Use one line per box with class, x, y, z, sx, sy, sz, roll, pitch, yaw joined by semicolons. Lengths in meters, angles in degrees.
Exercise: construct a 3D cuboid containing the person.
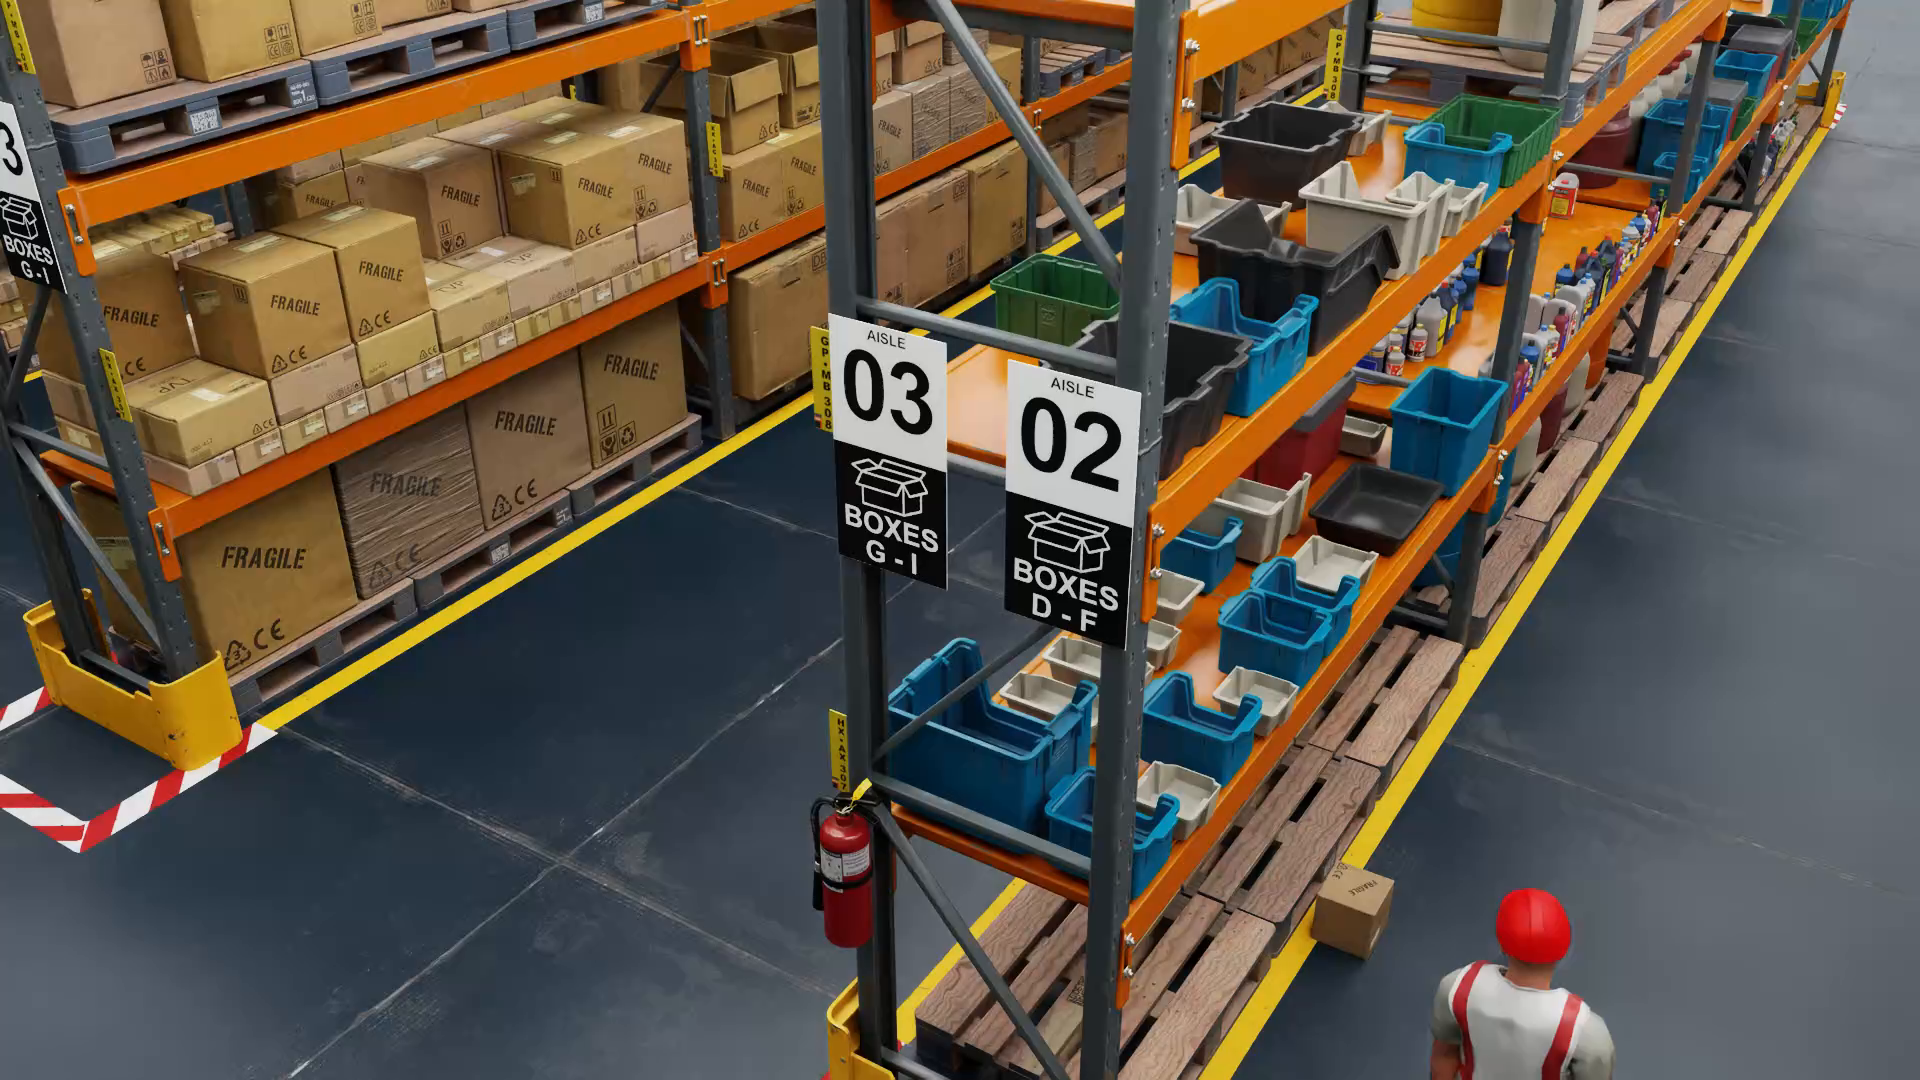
person;1.685;1.799;5.056;0.600;1.758;0.761;26;39;37
